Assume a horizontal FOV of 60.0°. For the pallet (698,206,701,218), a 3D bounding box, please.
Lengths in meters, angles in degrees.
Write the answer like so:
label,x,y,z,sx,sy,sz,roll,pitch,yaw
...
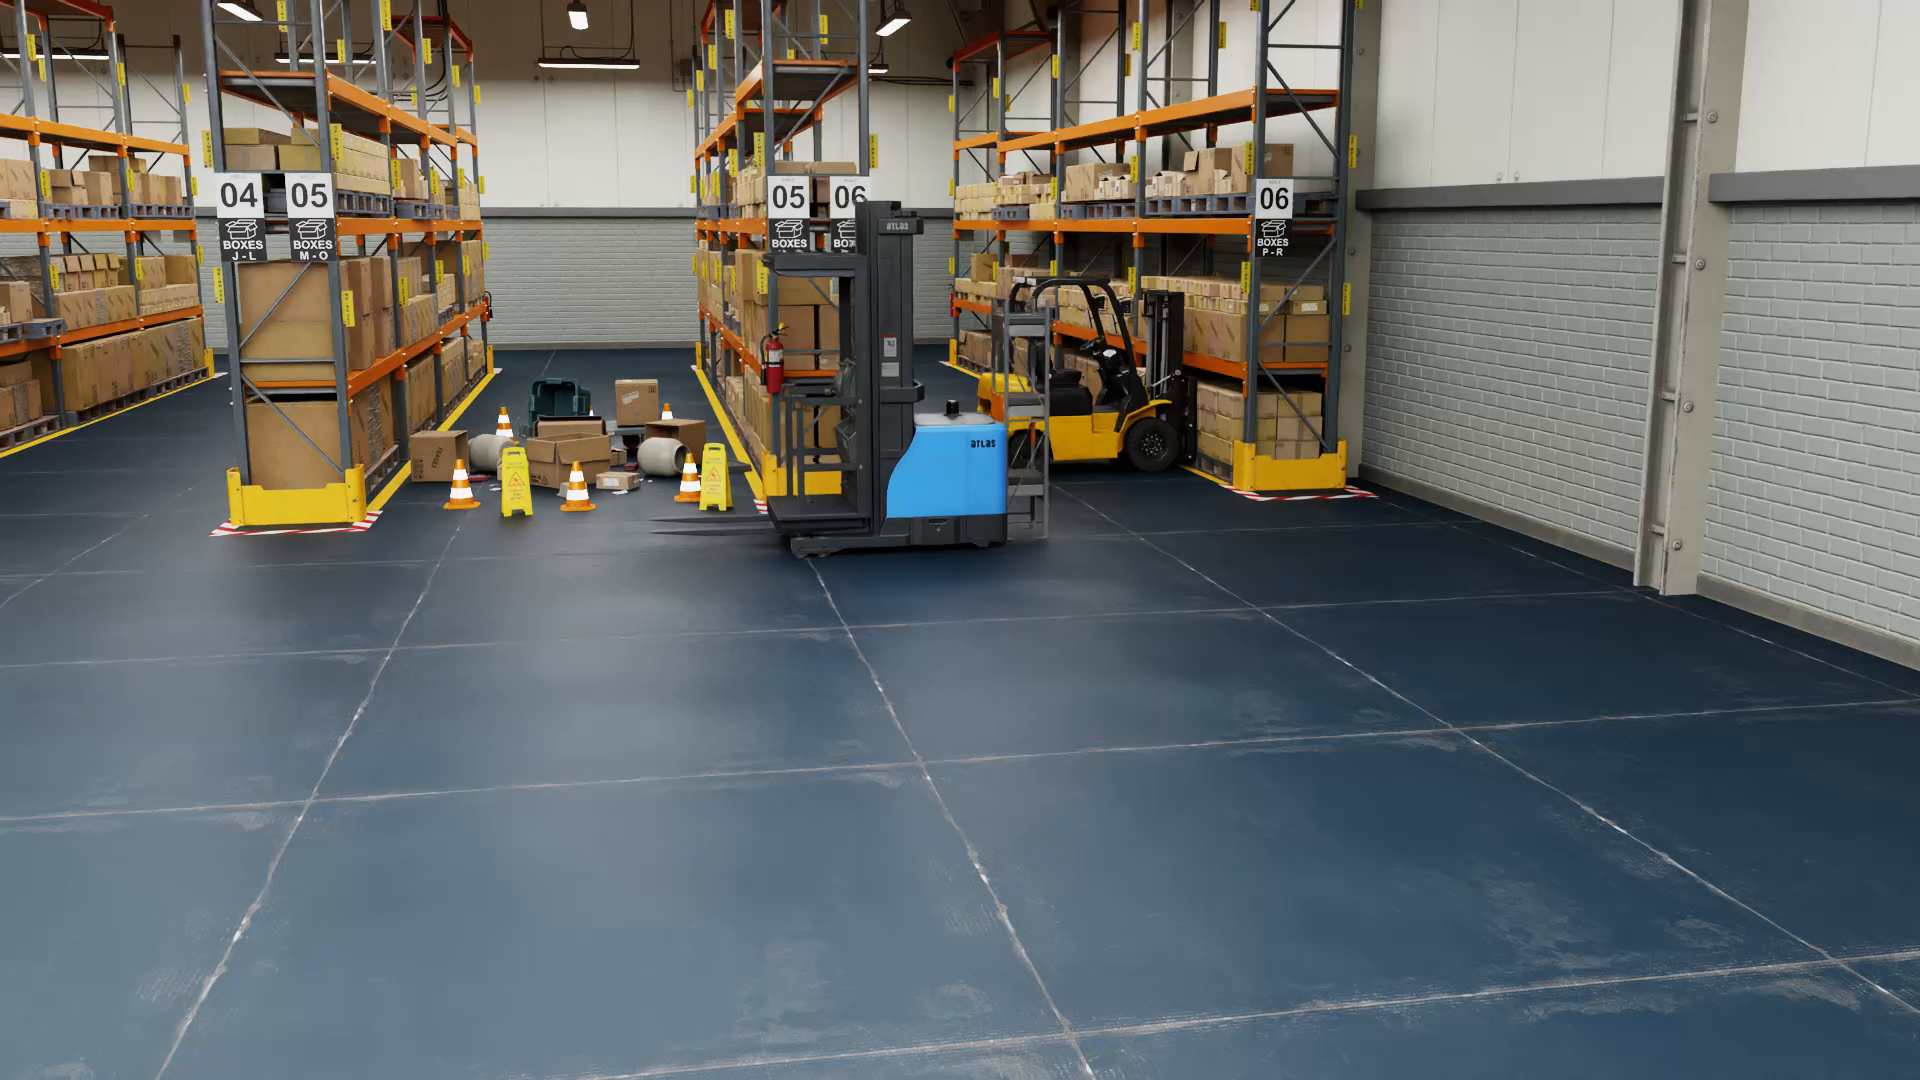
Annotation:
label,x,y,z,sx,sy,sz,roll,pitch,yaw
pallet,-4.338,-6.087,30.869,1.003,0.211,1.213,-2,11,-11

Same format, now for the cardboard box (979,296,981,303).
label,x,y,z,sx,sy,sz,roll,pitch,yaw
cardboard box,0.561,-4.450,30.724,0.380,0.149,0.250,-2,11,-11

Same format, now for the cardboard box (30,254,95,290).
label,x,y,z,sx,sy,sz,roll,pitch,yaw
cardboard box,-13.045,-3.884,24.130,0.797,0.503,0.637,-2,11,-9

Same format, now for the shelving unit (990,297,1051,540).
label,x,y,z,sx,sy,sz,roll,pitch,yaw
shelving unit,0.531,-1.083,14.772,0.431,2.100,0.503,-2,11,-12

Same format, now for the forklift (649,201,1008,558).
label,x,y,z,sx,sy,sz,roll,pitch,yaw
forklift,-1.160,-1.400,14.212,3.031,2.935,1.130,-2,11,-11

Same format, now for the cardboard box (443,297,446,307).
label,x,y,z,sx,sy,sz,roll,pitch,yaw
cardboard box,-7.970,-3.590,25.084,0.380,0.149,0.250,-2,11,-13

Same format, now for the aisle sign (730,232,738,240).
label,x,y,z,sx,sy,sz,roll,pitch,yaw
aisle sign,-4.202,-6.094,31.739,0.394,0.787,0.004,-2,11,-11

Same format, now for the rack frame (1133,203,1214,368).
label,x,y,z,sx,sy,sz,roll,pitch,yaw
rack frame,2.710,-2.773,21.243,1.000,3.000,0.127,-2,11,-11

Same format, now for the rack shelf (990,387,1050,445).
label,x,y,z,sx,sy,sz,roll,pitch,yaw
rack shelf,0.531,-1.070,14.775,0.431,0.518,0.480,-2,11,-12

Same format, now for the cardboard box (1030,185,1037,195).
label,x,y,z,sx,sy,sz,roll,pitch,yaw
cardboard box,1.322,-5.539,26.291,0.380,0.149,0.250,-2,11,-11

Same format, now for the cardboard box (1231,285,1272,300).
label,x,y,z,sx,sy,sz,roll,pitch,yaw
cardboard box,3.133,-2.655,17.827,0.380,0.149,0.250,-2,11,-11

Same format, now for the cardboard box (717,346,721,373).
label,x,y,z,sx,sy,sz,roll,pitch,yaw
cardboard box,-3.731,-3.126,28.825,0.875,0.438,0.875,-2,11,-12

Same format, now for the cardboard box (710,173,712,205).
label,x,y,z,sx,sy,sz,roll,pitch,yaw
cardboard box,-3.564,-5.367,25.459,0.500,0.500,0.500,-2,11,-10

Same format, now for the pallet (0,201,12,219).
label,x,y,z,sx,sy,sz,roll,pitch,yaw
pallet,-12.100,-3.920,19.748,1.213,0.211,1.003,-2,11,-11

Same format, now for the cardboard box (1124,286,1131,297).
label,x,y,z,sx,sy,sz,roll,pitch,yaw
cardboard box,2.357,-3.242,21.705,0.380,0.149,0.250,-2,11,-12

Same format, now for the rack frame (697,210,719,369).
label,x,y,z,sx,sy,sz,roll,pitch,yaw
rack frame,-4.492,-4.793,31.854,1.000,3.000,0.127,-2,11,-11

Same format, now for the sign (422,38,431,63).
label,x,y,z,sx,sy,sz,roll,pitch,yaw
sign,-7.229,-6.631,22.548,0.100,0.325,0.005,-2,11,-11

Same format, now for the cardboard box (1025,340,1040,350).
label,x,y,z,sx,sy,sz,roll,pitch,yaw
cardboard box,1.278,-3.224,27.443,0.380,0.149,0.250,-2,11,-9

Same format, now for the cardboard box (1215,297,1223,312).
label,x,y,z,sx,sy,sz,roll,pitch,yaw
cardboard box,3.039,-2.602,18.342,0.380,0.149,0.250,-2,11,-11

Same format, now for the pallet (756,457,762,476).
label,x,y,z,sx,sy,sz,roll,pitch,yaw
pallet,-1.753,-0.876,18.733,1.003,0.211,1.213,-2,11,-11

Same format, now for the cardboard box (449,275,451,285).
label,x,y,z,sx,sy,sz,roll,pitch,yaw
cardboard box,-8.179,-4.072,26.027,0.380,0.149,0.250,-2,11,-13

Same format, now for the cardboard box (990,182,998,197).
label,x,y,z,sx,sy,sz,roll,pitch,yaw
cardboard box,0.819,-6.116,29.051,0.500,0.250,0.500,-2,11,-11

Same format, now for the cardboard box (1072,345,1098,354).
label,x,y,z,sx,sy,sz,roll,pitch,yaw
cardboard box,1.984,-3.003,26.278,0.380,0.149,0.250,-2,11,-10

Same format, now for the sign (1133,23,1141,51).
label,x,y,z,sx,sy,sz,roll,pitch,yaw
sign,2.180,-6.196,20.472,0.100,0.325,0.005,-2,11,-11

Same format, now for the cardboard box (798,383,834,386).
label,x,y,z,sx,sy,sz,roll,pitch,yaw
cardboard box,-1.579,-1.530,18.938,0.500,0.500,0.500,-2,11,-8

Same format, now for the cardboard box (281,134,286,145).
label,x,y,z,sx,sy,sz,roll,pitch,yaw
cardboard box,-6.811,-3.892,16.251,0.380,0.149,0.250,-2,11,-11

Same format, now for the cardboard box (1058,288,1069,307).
label,x,y,z,sx,sy,sz,roll,pitch,yaw
cardboard box,1.754,-3.587,24.585,0.500,0.250,0.500,-2,11,-11

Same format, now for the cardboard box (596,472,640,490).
label,x,y,z,sx,sy,sz,roll,pitch,yaw
cardboard box,-3.617,-0.624,17.579,0.380,0.149,0.250,4,11,18

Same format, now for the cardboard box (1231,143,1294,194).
label,x,y,z,sx,sy,sz,roll,pitch,yaw
cardboard box,3.162,-3.890,17.430,0.500,0.500,0.500,-2,11,-9

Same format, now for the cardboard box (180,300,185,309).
label,x,y,z,sx,sy,sz,roll,pitch,yaw
cardboard box,-13.621,-4.068,28.720,0.380,0.149,0.250,-2,11,-12

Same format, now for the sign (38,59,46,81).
label,x,y,z,sx,sy,sz,roll,pitch,yaw
sign,-13.984,-7.167,25.361,0.100,0.325,0.005,-2,11,-11

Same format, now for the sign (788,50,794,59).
label,x,y,z,sx,sy,sz,roll,pitch,yaw
sign,-2.406,-6.792,23.602,0.100,0.325,0.005,-2,11,-11

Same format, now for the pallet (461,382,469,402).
label,x,y,z,sx,sy,sz,roll,pitch,yaw
pallet,-8.397,-2.348,26.467,1.003,0.211,1.213,-2,11,-11

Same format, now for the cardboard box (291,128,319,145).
label,x,y,z,sx,sy,sz,roll,pitch,yaw
cardboard box,-5.969,-3.730,15.395,0.380,0.149,0.250,-2,11,-10

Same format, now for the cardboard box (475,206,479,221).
label,x,y,z,sx,sy,sz,roll,pitch,yaw
cardboard box,-8.874,-5.827,29.666,0.500,0.250,0.500,-2,11,-11

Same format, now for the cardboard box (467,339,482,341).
label,x,y,z,sx,sy,sz,roll,pitch,yaw
cardboard box,-8.977,-3.604,30.521,0.380,0.149,0.250,-2,11,-10

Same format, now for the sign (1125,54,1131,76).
label,x,y,z,sx,sy,sz,roll,pitch,yaw
sign,2.475,-7.011,24.544,0.100,0.325,0.005,-2,11,-11

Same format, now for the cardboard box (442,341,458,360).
label,x,y,z,sx,sy,sz,roll,pitch,yaw
cardboard box,-7.954,-2.889,25.407,0.500,0.250,0.500,-3,11,-14

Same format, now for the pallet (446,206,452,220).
label,x,y,z,sx,sy,sz,roll,pitch,yaw
pallet,-8.330,-4.934,25.079,1.213,0.211,1.003,-2,11,-11

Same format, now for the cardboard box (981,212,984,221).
label,x,y,z,sx,sy,sz,roll,pitch,yaw
cardboard box,0.584,-5.881,30.224,0.380,0.149,0.250,-2,11,-10

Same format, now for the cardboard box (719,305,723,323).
label,x,y,z,sx,sy,sz,roll,pitch,yaw
cardboard box,-3.290,-3.335,24.597,0.500,0.250,0.500,-3,11,-13

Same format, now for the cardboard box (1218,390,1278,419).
label,x,y,z,sx,sy,sz,roll,pitch,yaw
cardboard box,3.092,-1.459,17.897,0.500,0.250,0.500,-2,11,-9

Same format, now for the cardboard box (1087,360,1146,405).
label,x,y,z,sx,sy,sz,roll,pitch,yaw
cardboard box,2.306,-2.188,23.399,0.875,0.625,0.625,-3,11,-13

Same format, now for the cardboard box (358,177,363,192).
label,x,y,z,sx,sy,sz,roll,pitch,yaw
cardboard box,-6.214,-3.571,16.695,0.380,0.149,0.250,-2,11,-11

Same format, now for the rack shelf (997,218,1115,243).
label,x,y,z,sx,sy,sz,roll,pitch,yaw
rack shelf,1.543,-4.993,26.811,1.077,0.370,4.000,-2,11,-11

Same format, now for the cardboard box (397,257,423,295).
label,x,y,z,sx,sy,sz,roll,pitch,yaw
cardboard box,-7.695,-3.584,22.565,0.700,0.500,0.500,-2,11,-11

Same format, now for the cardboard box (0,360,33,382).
label,x,y,z,sx,sy,sz,roll,pitch,yaw
cardboard box,-12.498,-2.200,21.734,0.500,0.250,0.500,-2,11,-9

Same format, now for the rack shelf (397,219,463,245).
label,x,y,z,sx,sy,sz,roll,pitch,yaw
rack shelf,-8.161,-4.614,24.816,1.077,0.370,4.000,-2,11,-11

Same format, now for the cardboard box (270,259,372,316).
label,x,y,z,sx,sy,sz,roll,pitch,yaw
cardboard box,-6.424,-2.538,16.721,0.875,0.550,0.550,-2,11,-11

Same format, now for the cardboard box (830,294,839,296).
label,x,y,z,sx,sy,sz,roll,pitch,yaw
cardboard box,-1.616,-2.525,18.879,0.500,0.500,0.500,-2,11,-9

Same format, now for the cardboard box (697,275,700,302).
label,x,y,z,sx,sy,sz,roll,pitch,yaw
cardboard box,-4.681,-4.743,31.327,0.500,0.500,0.500,-2,11,-11

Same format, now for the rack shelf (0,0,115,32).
label,x,y,z,sx,sy,sz,roll,pitch,yaw
rack shelf,-13.046,-7.558,23.374,1.077,0.370,4.000,-2,11,-11

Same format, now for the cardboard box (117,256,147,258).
label,x,y,z,sx,sy,sz,roll,pitch,yaw
cardboard box,-14.181,-4.589,28.383,0.500,0.500,0.500,-2,11,-13

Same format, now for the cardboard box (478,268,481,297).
label,x,y,z,sx,sy,sz,roll,pitch,yaw
cardboard box,-8.893,-4.622,29.892,0.500,0.500,0.500,-2,11,-12
